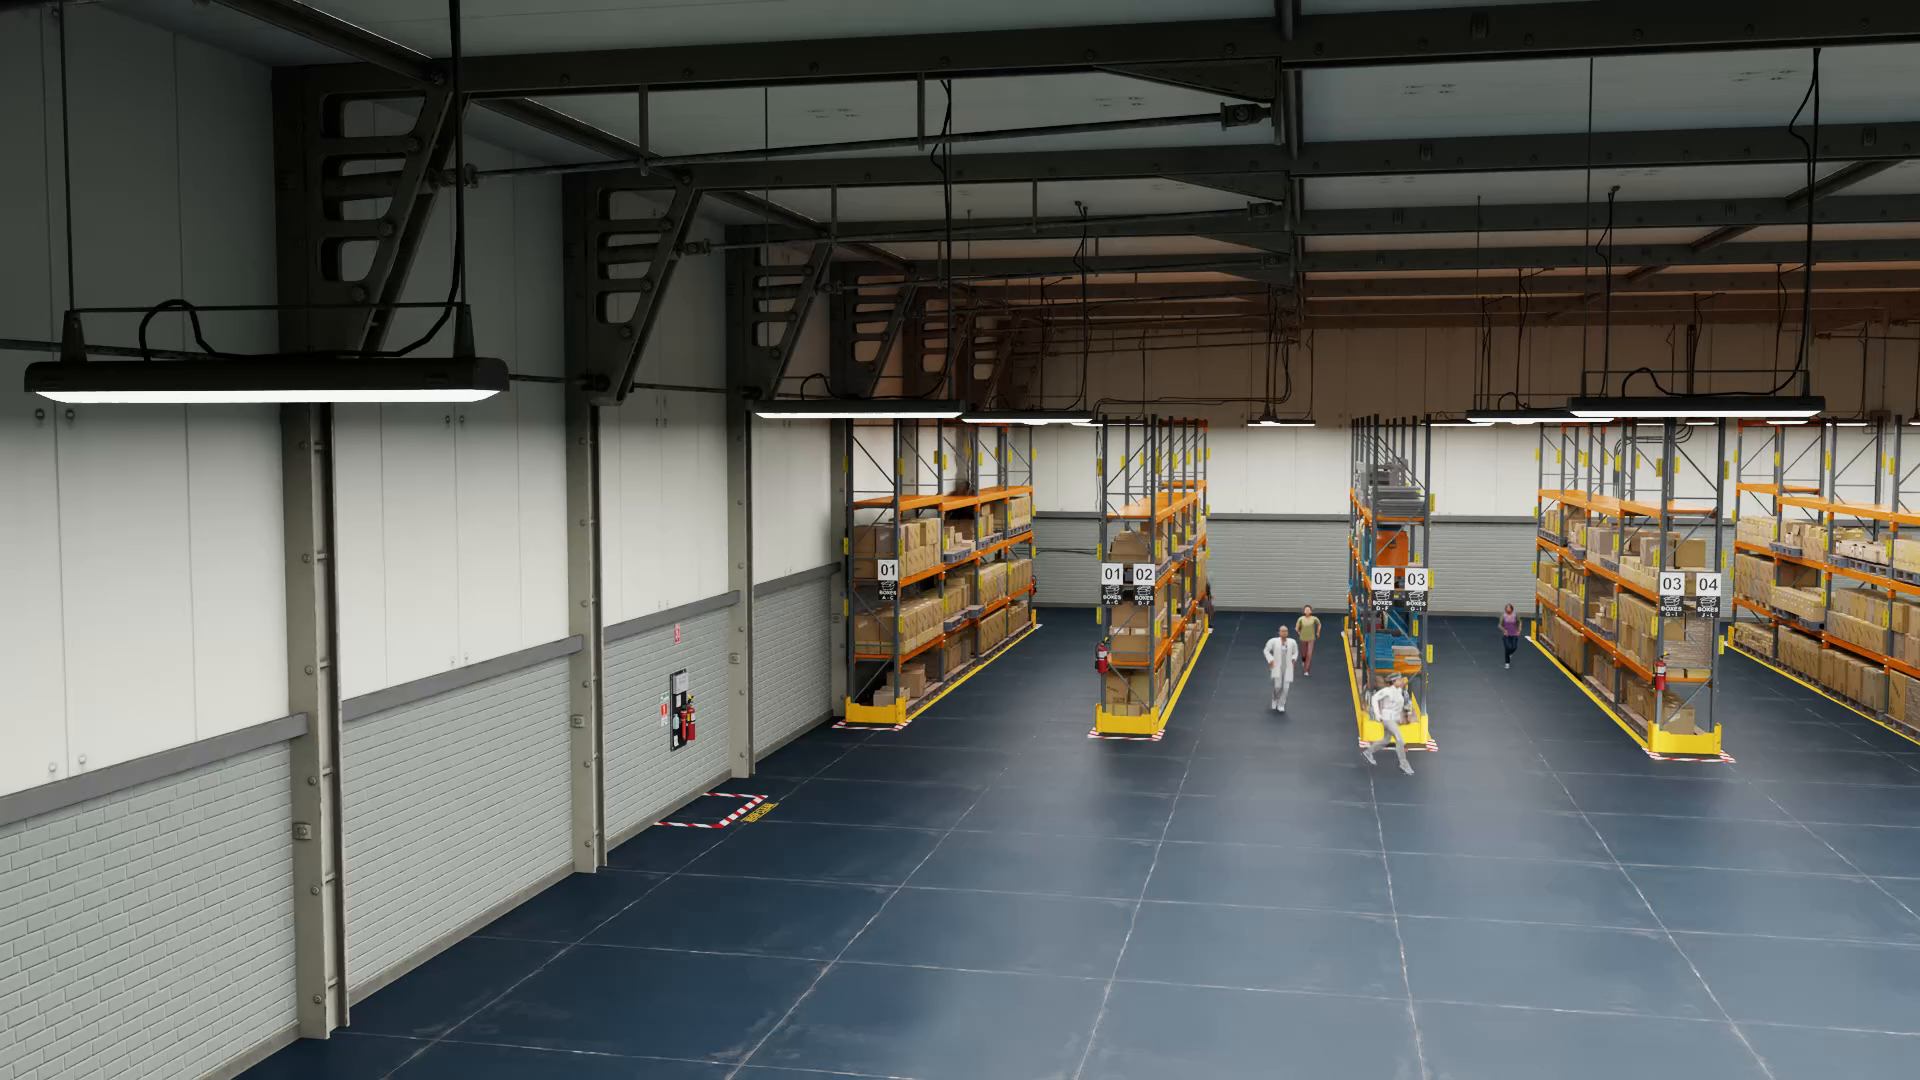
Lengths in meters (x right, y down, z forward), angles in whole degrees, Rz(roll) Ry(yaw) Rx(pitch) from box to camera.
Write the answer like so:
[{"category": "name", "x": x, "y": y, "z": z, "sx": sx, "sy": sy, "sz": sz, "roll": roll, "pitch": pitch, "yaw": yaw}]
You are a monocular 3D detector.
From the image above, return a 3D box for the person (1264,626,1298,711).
[{"category": "person", "x": 6.515, "y": 2.652, "z": 33.604, "sx": 0.684, "sy": 1.650, "sz": 0.619, "roll": 0, "pitch": 4, "yaw": 0}]

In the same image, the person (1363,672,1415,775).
[{"category": "person", "x": 7.183, "y": 3.032, "z": 27.796, "sx": 0.942, "sy": 1.717, "sz": 0.634, "roll": 4, "pitch": 5, "yaw": 43}]

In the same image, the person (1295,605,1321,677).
[{"category": "person", "x": 8.103, "y": 2.335, "z": 38.707, "sx": 0.593, "sy": 1.639, "sz": 0.901, "roll": 1, "pitch": 4, "yaw": 13}]

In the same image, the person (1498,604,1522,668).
[{"category": "person", "x": 13.181, "y": 2.301, "z": 39.839, "sx": 0.560, "sy": 1.558, "sz": 0.605, "roll": 1, "pitch": 4, "yaw": 14}]

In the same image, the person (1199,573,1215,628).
[{"category": "person", "x": 7.005, "y": 1.719, "z": 47.920, "sx": 0.573, "sy": 1.676, "sz": 0.698, "roll": 2, "pitch": 4, "yaw": 30}]
